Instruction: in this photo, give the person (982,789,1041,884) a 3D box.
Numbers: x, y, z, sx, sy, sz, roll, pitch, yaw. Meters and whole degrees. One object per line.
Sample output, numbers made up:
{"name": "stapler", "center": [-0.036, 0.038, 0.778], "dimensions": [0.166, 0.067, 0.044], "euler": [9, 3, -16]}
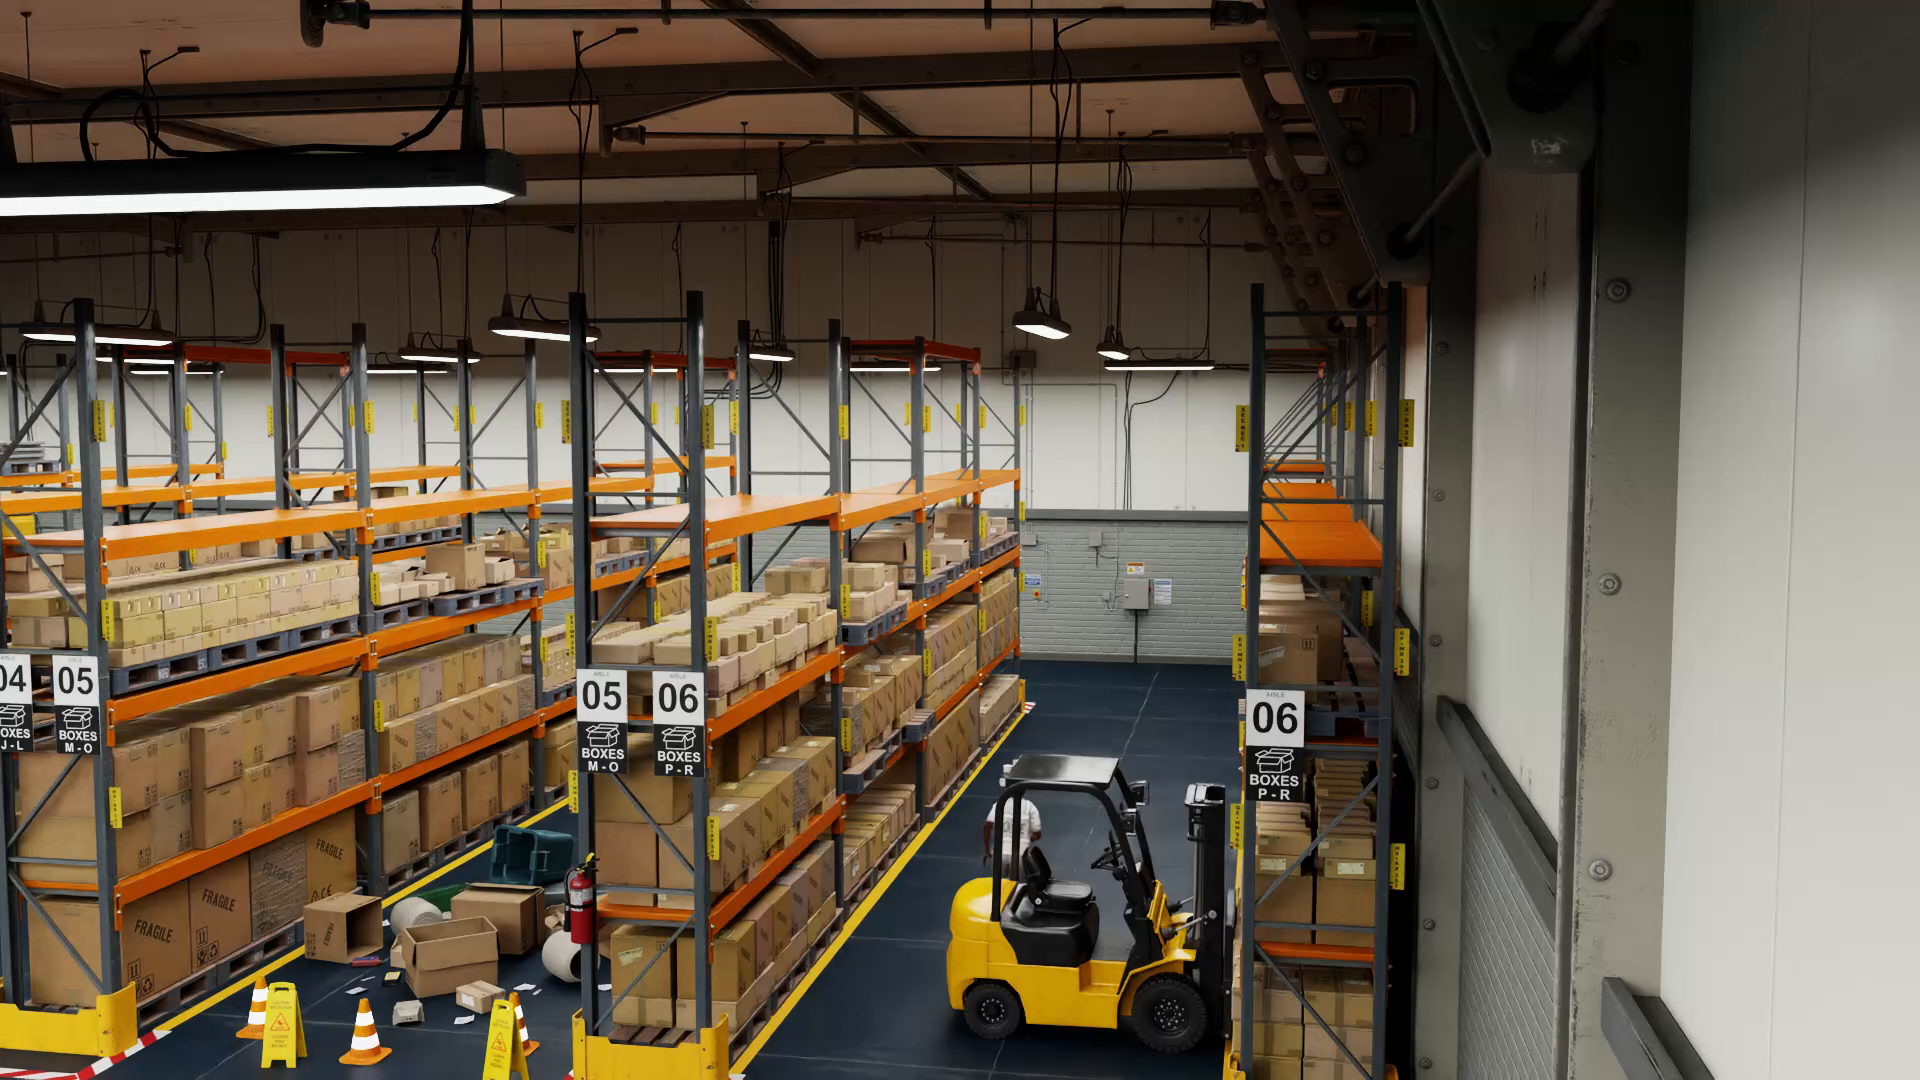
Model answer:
{"name": "person", "center": [0.506, 3.078, 16.231], "dimensions": [0.557, 1.581, 0.730], "euler": [1, 5, 11]}
